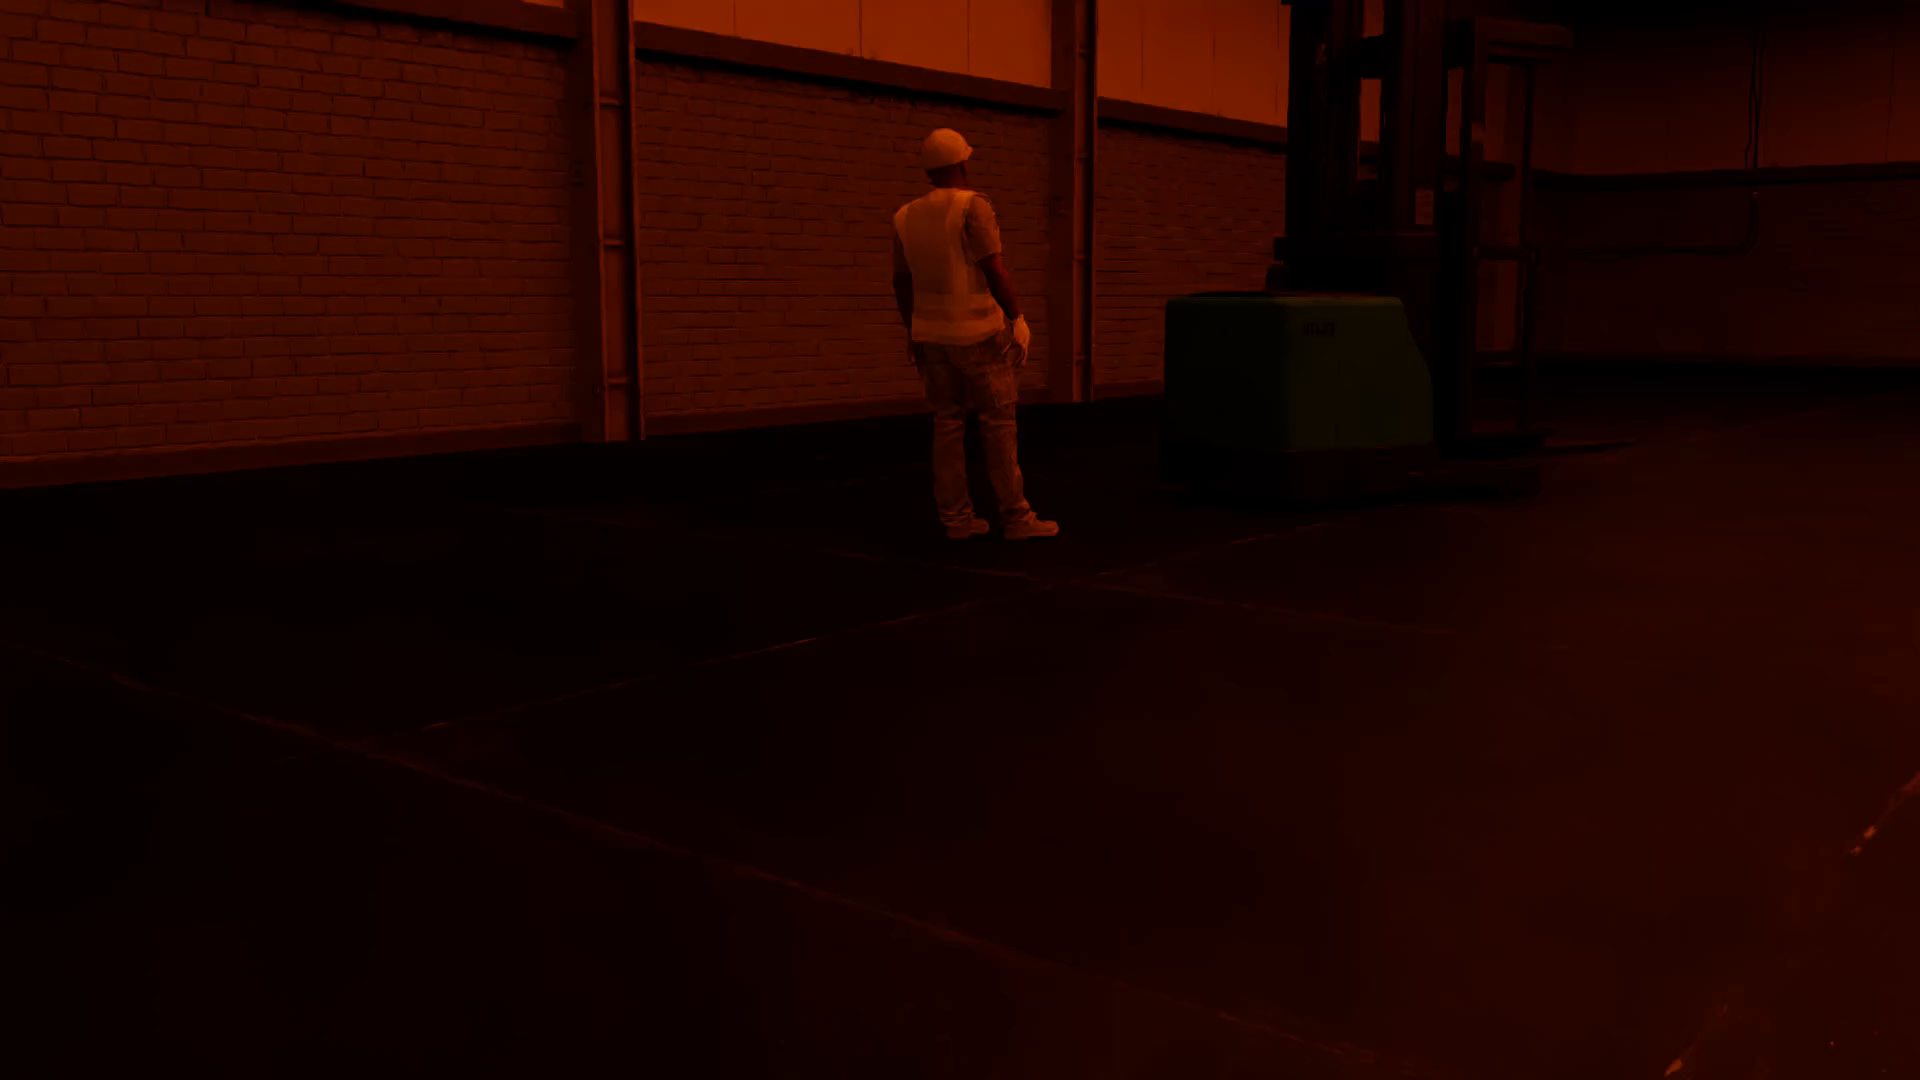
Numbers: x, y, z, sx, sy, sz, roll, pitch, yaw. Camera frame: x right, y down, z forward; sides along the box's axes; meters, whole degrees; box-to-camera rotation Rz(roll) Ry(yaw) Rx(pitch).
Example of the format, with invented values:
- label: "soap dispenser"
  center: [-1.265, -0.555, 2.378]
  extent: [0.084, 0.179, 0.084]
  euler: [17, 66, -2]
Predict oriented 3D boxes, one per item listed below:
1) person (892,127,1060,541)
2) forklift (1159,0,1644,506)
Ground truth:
- label: "person"
  center: [0.051, -0.897, 7.326]
  extent: [0.655, 1.782, 0.576]
  euler: [7, 11, 38]
- label: "forklift"
  center: [2.621, -1.755, 9.273]
  extent: [3.031, 2.935, 1.130]
  euler: [-5, 10, -31]
